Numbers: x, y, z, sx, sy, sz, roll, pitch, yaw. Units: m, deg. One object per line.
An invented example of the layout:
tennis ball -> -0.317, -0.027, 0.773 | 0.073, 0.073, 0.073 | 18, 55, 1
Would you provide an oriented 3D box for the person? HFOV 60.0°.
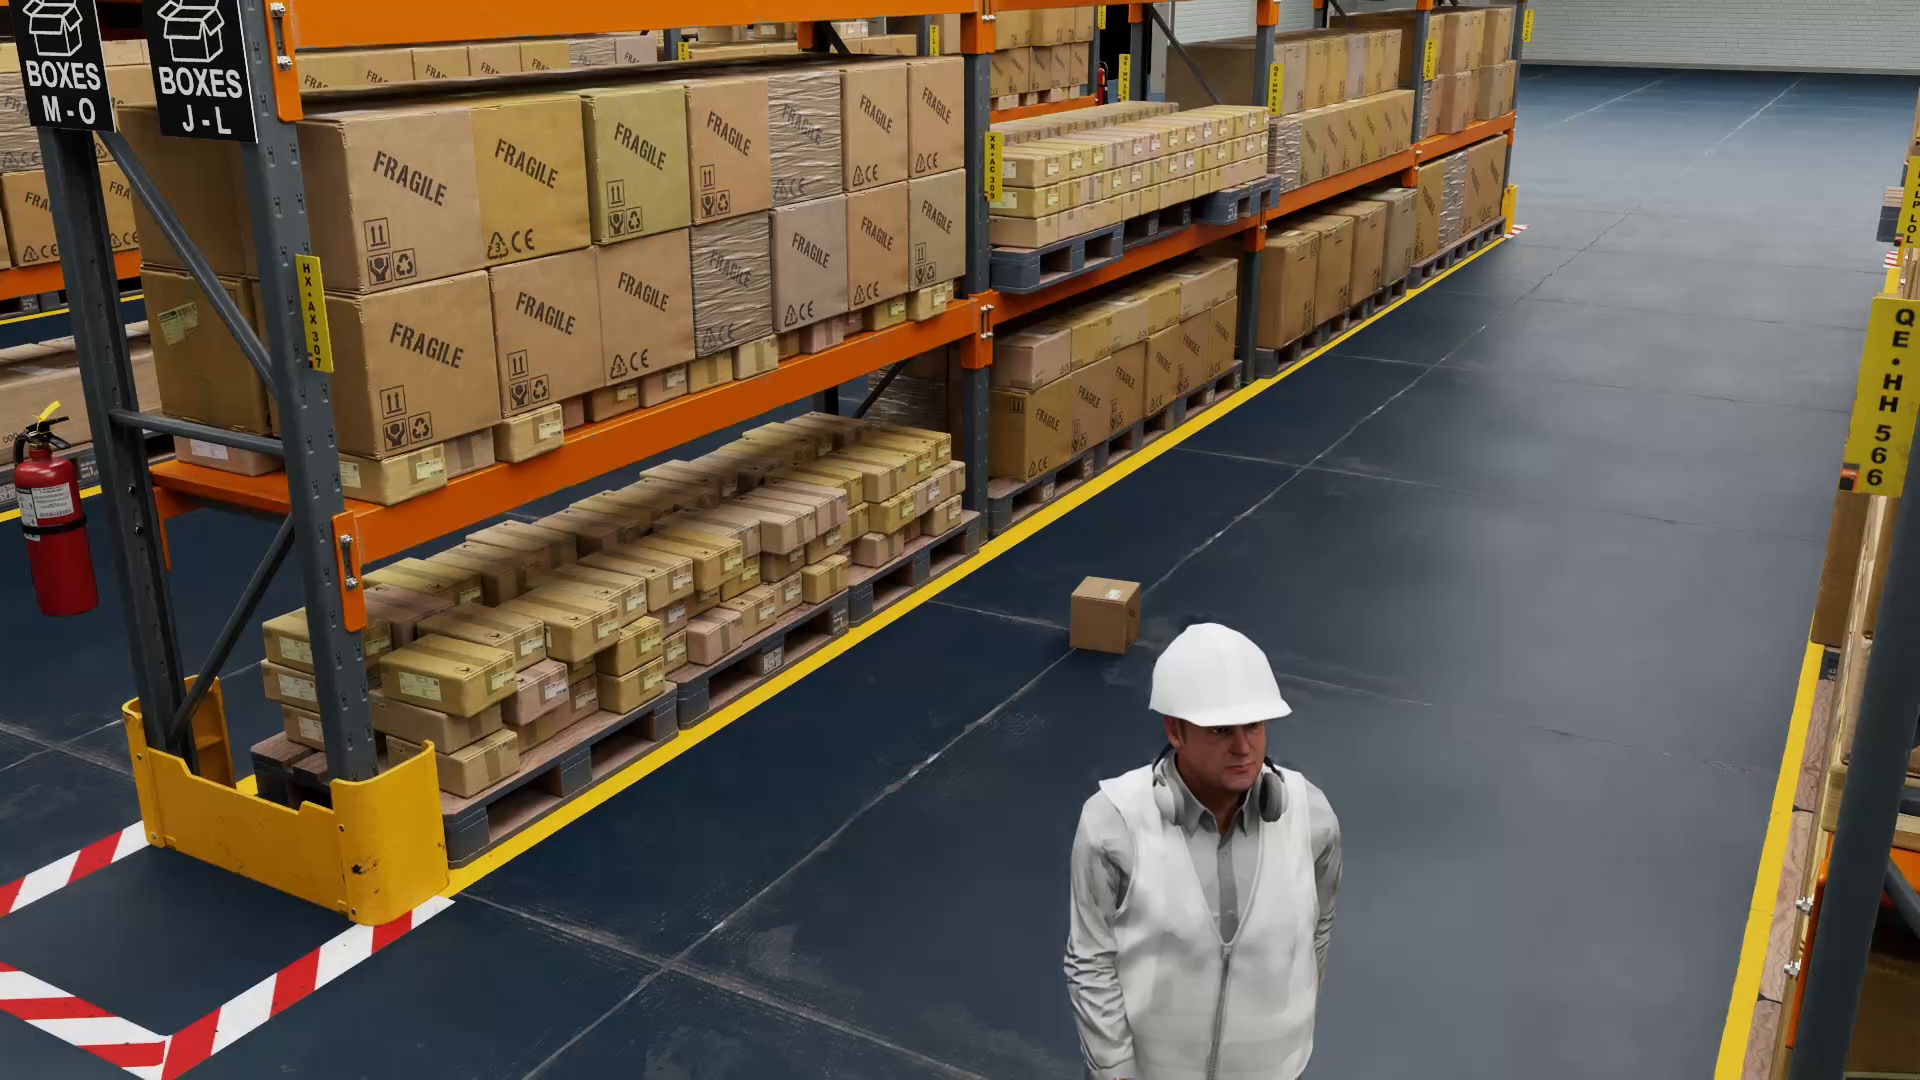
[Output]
person -> 0.459, 1.009, 3.105 | 0.539, 1.737, 0.945 | 0, 19, -1
